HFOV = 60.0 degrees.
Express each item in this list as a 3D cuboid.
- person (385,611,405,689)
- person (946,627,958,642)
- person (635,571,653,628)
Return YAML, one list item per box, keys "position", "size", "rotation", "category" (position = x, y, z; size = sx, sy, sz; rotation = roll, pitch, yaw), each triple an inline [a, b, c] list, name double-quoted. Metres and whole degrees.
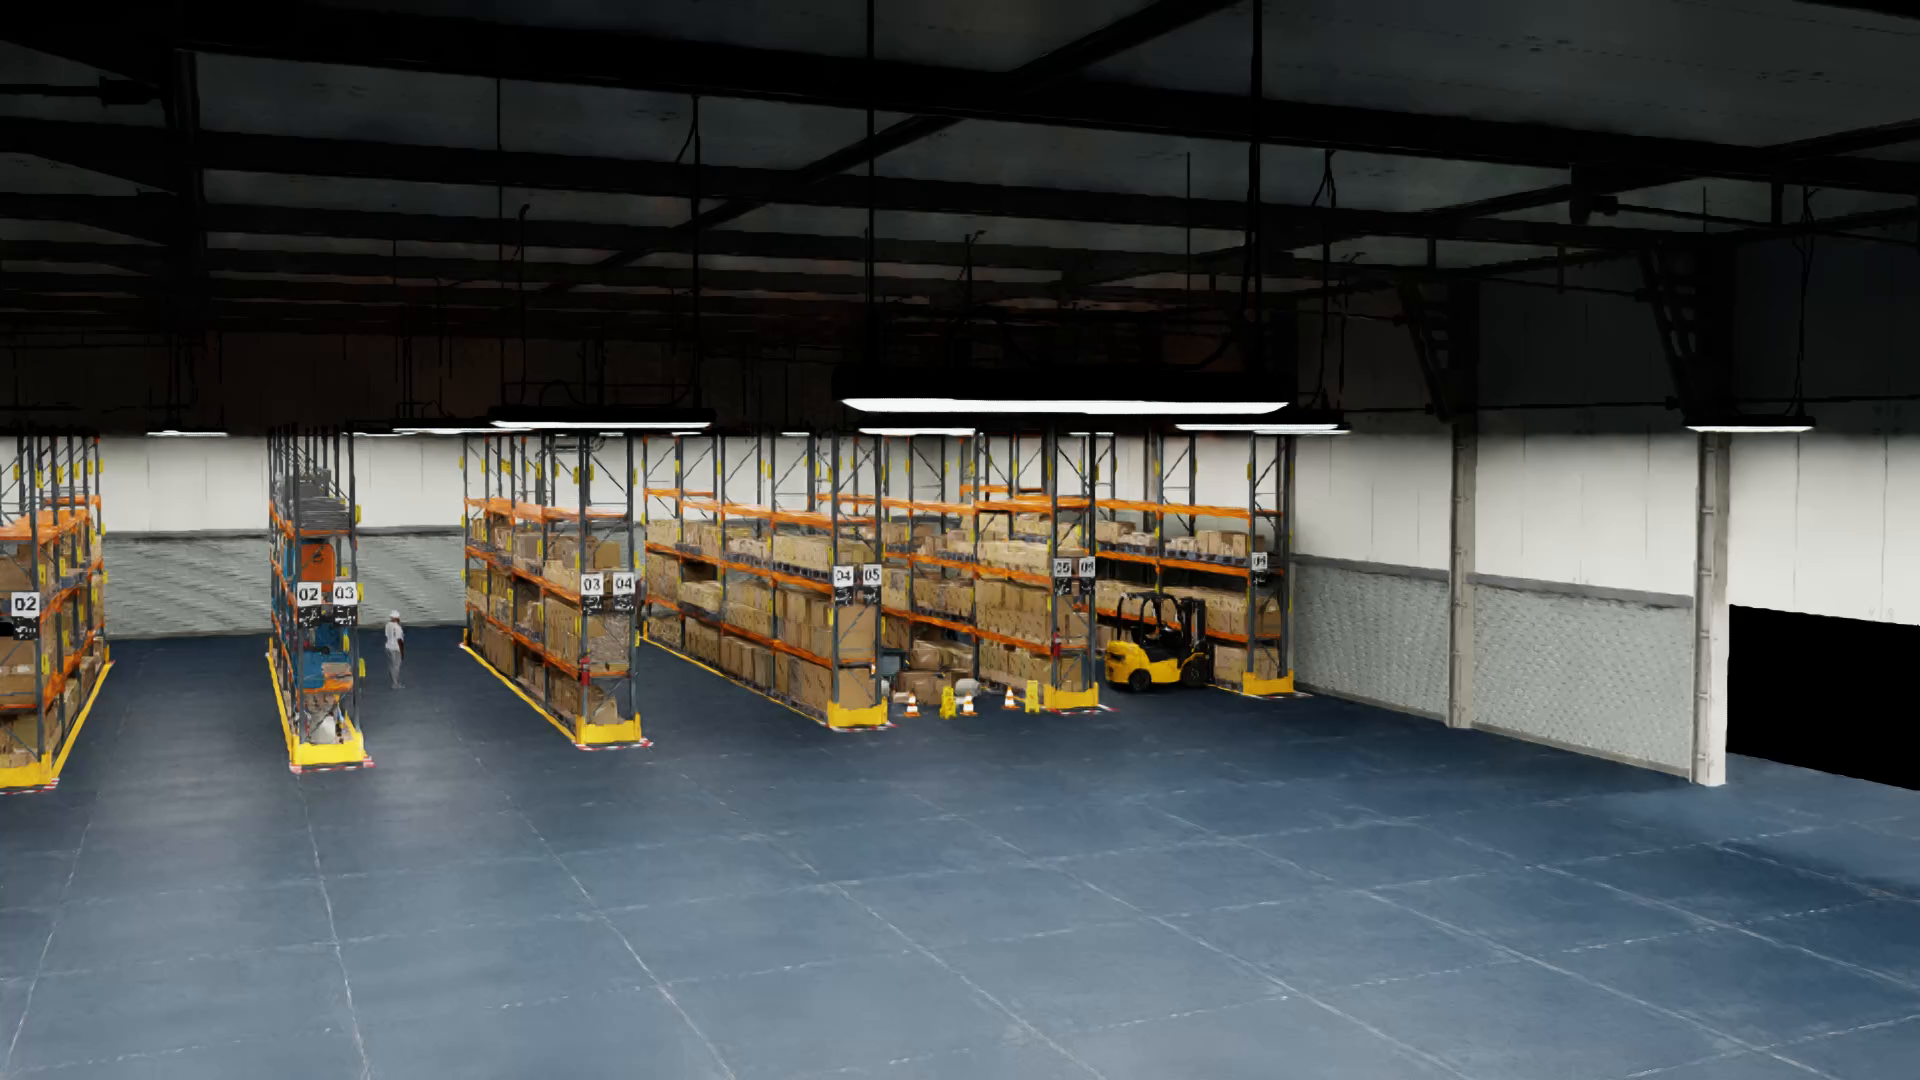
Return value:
- position: [-12.870, 2.498, 38.003]
  size: [0.645, 1.772, 0.464]
  rotation: [3, 5, 42]
  category: "person"
- position: [-0.318, 2.102, 46.031]
  size: [0.526, 1.592, 0.522]
  rotation: [0, 4, 7]
  category: "person"
- position: [-9.613, 1.780, 50.564]
  size: [0.633, 1.737, 1.037]
  rotation: [0, 3, -2]
  category: "person"
